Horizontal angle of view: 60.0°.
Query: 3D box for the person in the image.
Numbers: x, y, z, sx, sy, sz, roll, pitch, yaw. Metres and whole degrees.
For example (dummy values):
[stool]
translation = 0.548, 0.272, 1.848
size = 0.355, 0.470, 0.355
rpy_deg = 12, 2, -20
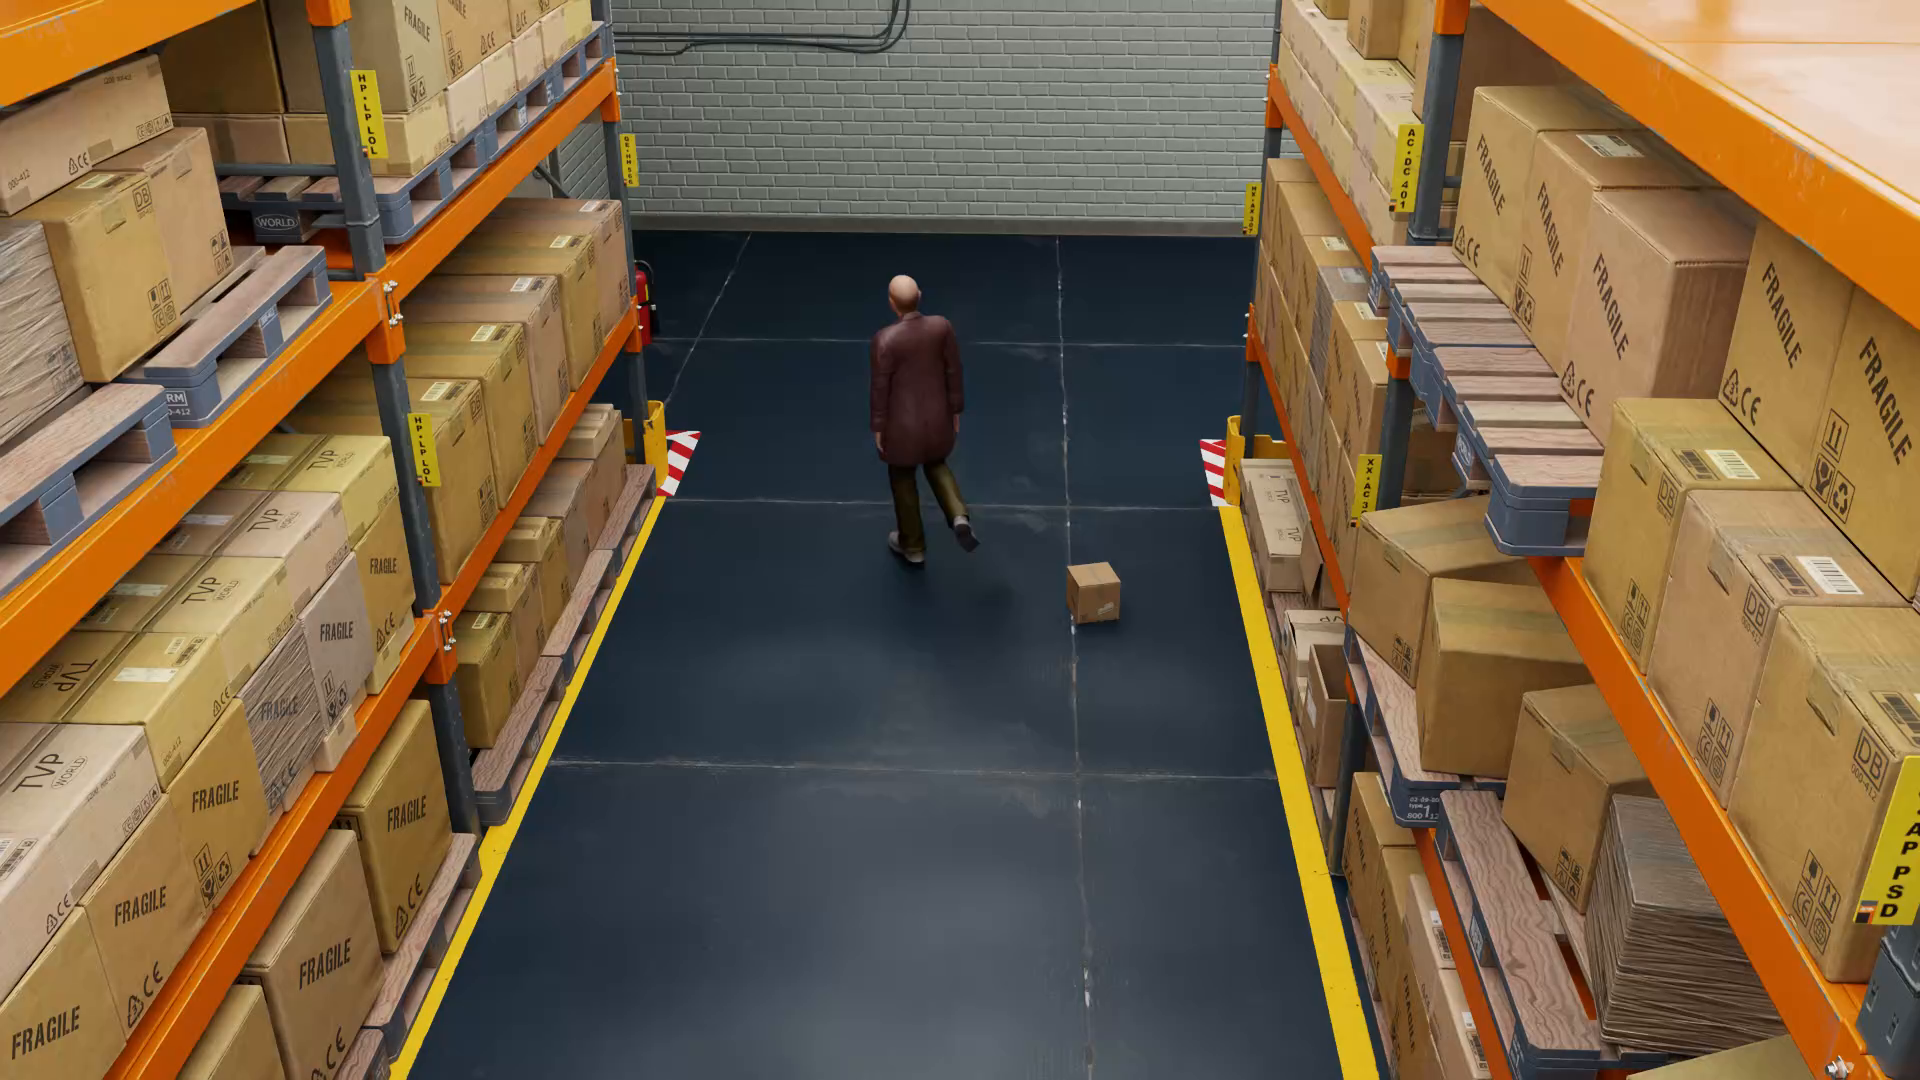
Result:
[person]
translation = -0.207, -0.675, 9.859
size = 0.602, 1.770, 0.636
rpy_deg = -14, 31, -25
